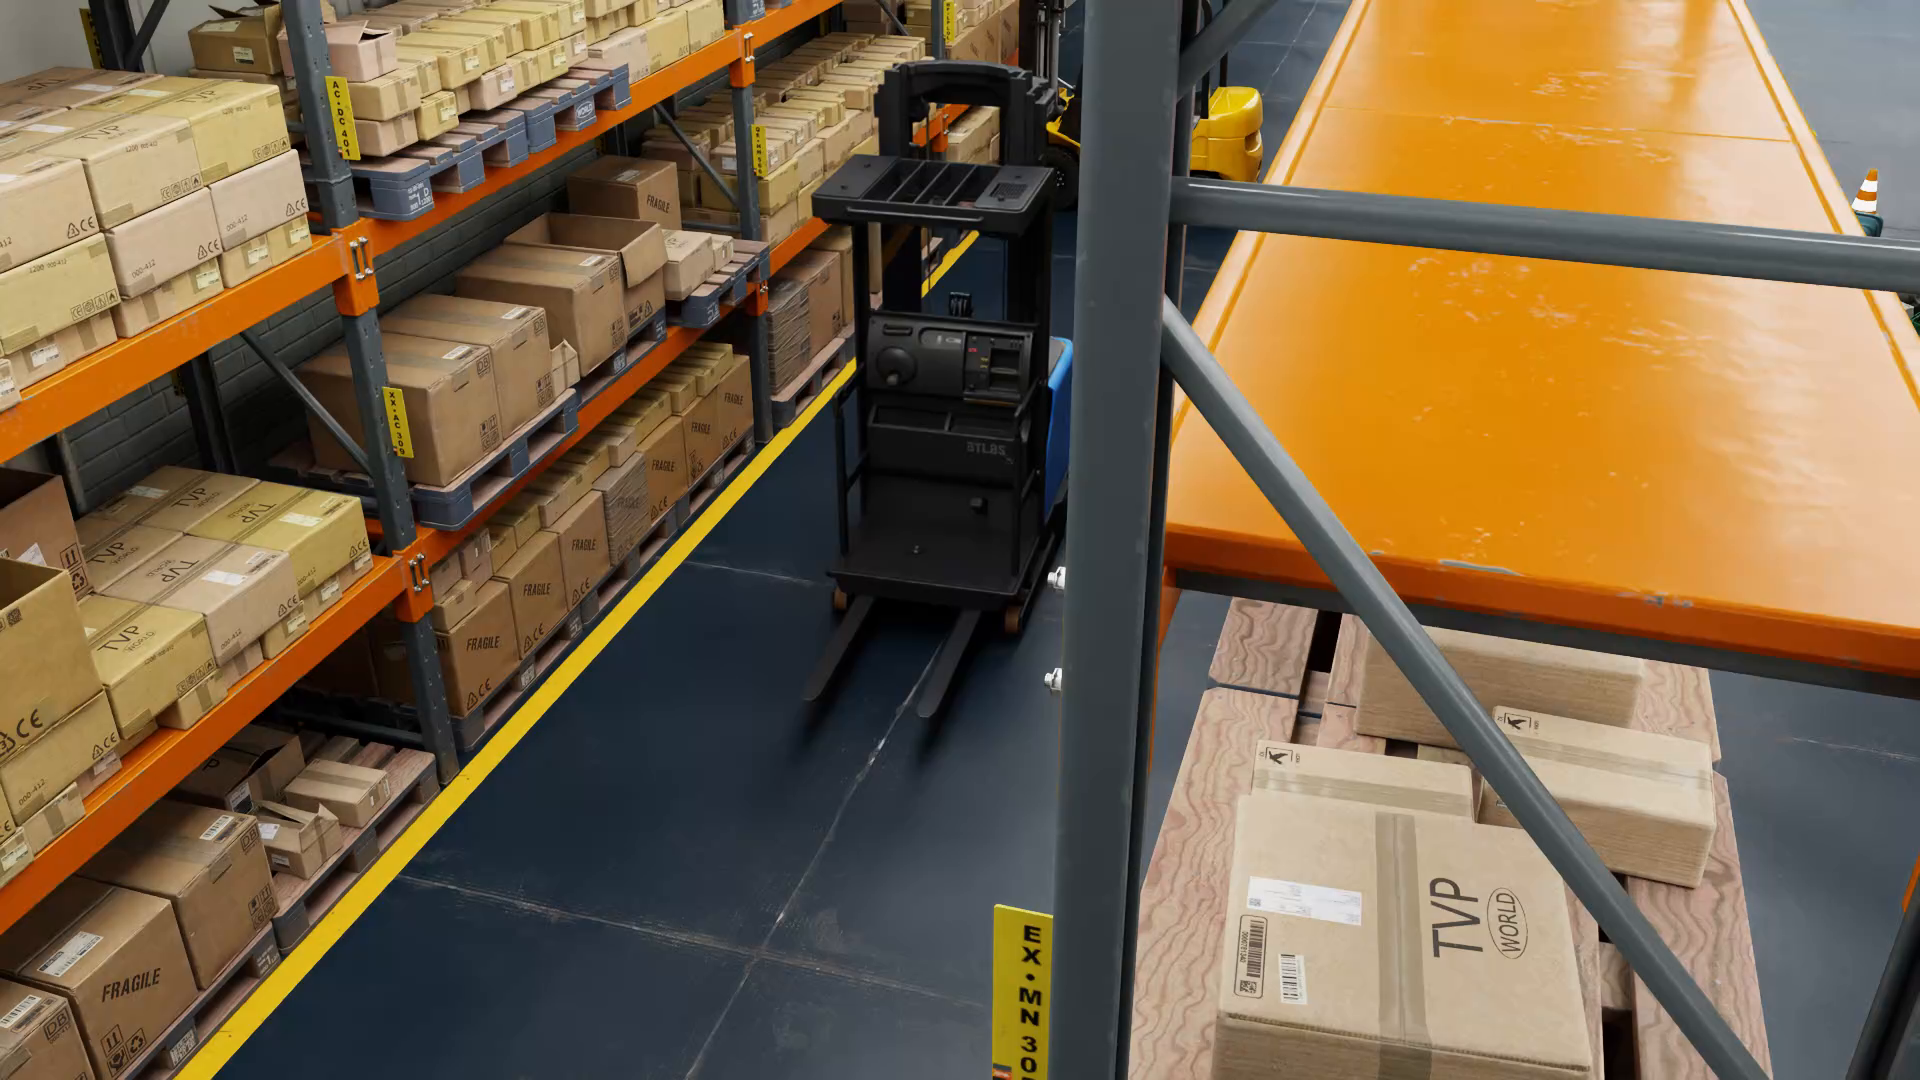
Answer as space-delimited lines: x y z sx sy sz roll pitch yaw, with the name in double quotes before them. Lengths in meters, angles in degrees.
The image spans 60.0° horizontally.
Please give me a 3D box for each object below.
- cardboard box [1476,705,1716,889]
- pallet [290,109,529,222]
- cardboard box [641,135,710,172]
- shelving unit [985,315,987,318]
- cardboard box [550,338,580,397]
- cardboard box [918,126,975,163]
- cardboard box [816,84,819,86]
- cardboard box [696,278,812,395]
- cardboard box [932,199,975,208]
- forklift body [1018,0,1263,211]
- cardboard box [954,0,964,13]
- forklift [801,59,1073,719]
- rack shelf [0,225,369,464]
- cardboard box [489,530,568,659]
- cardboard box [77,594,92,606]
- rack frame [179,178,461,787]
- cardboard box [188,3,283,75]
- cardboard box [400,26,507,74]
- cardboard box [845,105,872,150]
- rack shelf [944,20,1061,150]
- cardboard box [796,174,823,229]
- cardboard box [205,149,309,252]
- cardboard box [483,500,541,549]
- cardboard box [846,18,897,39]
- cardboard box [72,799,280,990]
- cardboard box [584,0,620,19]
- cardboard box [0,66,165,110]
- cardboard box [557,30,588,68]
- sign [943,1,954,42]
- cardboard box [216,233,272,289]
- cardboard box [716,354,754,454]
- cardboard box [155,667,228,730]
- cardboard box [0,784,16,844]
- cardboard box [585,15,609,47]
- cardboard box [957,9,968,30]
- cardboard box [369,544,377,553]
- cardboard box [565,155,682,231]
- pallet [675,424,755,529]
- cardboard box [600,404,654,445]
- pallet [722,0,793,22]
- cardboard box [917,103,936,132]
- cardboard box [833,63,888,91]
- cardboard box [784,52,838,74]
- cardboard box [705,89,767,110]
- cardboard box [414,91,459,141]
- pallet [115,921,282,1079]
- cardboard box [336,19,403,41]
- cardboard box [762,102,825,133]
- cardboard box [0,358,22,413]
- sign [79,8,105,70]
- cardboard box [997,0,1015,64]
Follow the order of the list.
"cardboard box" 1.146 0.459 3.012 0.380 0.149 0.250 10 30 17
"pallet" -2.707 -1.727 7.411 1.213 0.211 1.003 8 30 15
"cardboard box" -1.890 -2.571 11.051 0.380 0.149 0.250 9 30 16
"shelving unit" 0.227 -0.919 10.858 0.215 1.050 0.252 7 30 12
"cardboard box" -2.191 -0.921 8.561 0.396 0.266 0.258 10 31 17
"cardboard box" -0.175 -3.522 14.898 0.500 0.250 0.500 8 30 14
"cardboard box" -1.330 -3.407 12.965 0.500 0.250 0.500 8 30 14
"cardboard box" -1.595 -1.498 11.902 0.875 0.625 0.625 9 30 16
"cardboard box" -0.159 -3.082 15.137 0.500 0.250 0.500 9 30 15
"forklift body" 1.744 -4.269 15.747 2.313 2.155 1.214 8 30 15
"cardboard box" -0.184 -4.740 14.644 0.380 0.149 0.250 8 30 14
"forklift" -0.110 -0.957 8.990 1.130 2.935 3.031 7 30 12
"rack shelf" -3.553 -0.272 5.343 1.077 0.370 4.000 8 30 15
"cardboard box" -2.462 0.262 8.867 0.500 0.500 0.500 8 30 14
"cardboard box" -3.663 0.396 6.337 0.500 0.250 0.500 9 30 16
"rack frame" -2.966 -0.205 7.568 1.000 3.000 0.127 8 30 15
"cardboard box" -2.941 -2.096 6.874 0.396 0.266 0.258 8 30 14
"cardboard box" -2.283 -2.209 7.502 0.380 0.149 0.250 8 30 14
"cardboard box" -0.983 -3.102 12.417 0.500 0.250 0.500 9 30 16
"rack shelf" -0.030 -4.538 16.097 1.077 0.370 4.000 8 30 15
"cardboard box" -1.275 -2.403 11.673 0.500 0.250 0.500 8 30 14
"cardboard box" -2.868 -1.320 6.336 0.500 0.250 0.500 9 30 15
"cardboard box" -2.467 -0.098 8.848 0.380 0.149 0.250 8 30 14
"cardboard box" -0.769 -4.436 14.404 0.380 0.149 0.250 8 30 15
"cardboard box" -3.277 1.418 6.790 0.700 0.500 0.500 7 30 13
"cardboard box" -1.990 -2.808 8.601 0.380 0.149 0.250 9 30 15
"cardboard box" -3.383 -1.609 6.341 0.500 0.250 0.500 8 30 14
"cardboard box" -2.071 -2.433 8.212 0.380 0.149 0.250 9 30 16
"sign" -0.096 -4.321 13.858 0.100 0.325 0.005 8 30 15
"cardboard box" -2.864 -1.083 6.320 0.380 0.149 0.250 8 30 15
"cardboard box" -1.710 -0.928 11.007 0.500 0.500 0.500 9 30 16
"cardboard box" -3.078 0.578 6.419 0.380 0.149 0.250 8 30 14
"cardboard box" -3.456 0.947 5.346 0.500 0.250 0.500 8 30 14
"cardboard box" -2.068 -2.690 8.694 0.380 0.149 0.250 9 30 16
"cardboard box" -0.148 -4.606 14.710 0.380 0.149 0.250 8 30 15
"cardboard box" -3.061 0.085 8.519 0.380 0.149 0.250 9 30 15
"cardboard box" -2.092 -2.074 10.393 0.500 0.500 0.500 10 31 17
"pallet" -2.047 -0.504 10.974 1.003 0.211 1.213 8 30 15
"cardboard box" -2.058 -0.693 9.918 0.380 0.149 0.250 8 30 14
"pallet" -1.678 -3.620 10.816 1.213 0.211 1.003 10 31 17
"cardboard box" -0.515 -3.586 13.800 0.500 0.250 0.500 9 30 16
"cardboard box" -0.773 -3.577 12.859 0.380 0.149 0.250 8 30 14
"cardboard box" -1.184 -3.762 13.193 0.380 0.149 0.250 8 30 14
"cardboard box" -1.635 -3.183 12.151 0.380 0.149 0.250 8 30 14
"cardboard box" -2.389 -1.831 7.128 0.380 0.149 0.250 9 30 15
"pallet" -3.524 1.901 6.650 1.003 0.211 1.213 8 30 15
"cardboard box" -2.785 -2.279 7.629 0.380 0.149 0.250 9 30 16
"cardboard box" -1.179 -2.989 11.802 0.380 0.149 0.250 9 30 15
"cardboard box" -3.212 -0.477 5.230 0.380 0.149 0.250 9 30 16
"sign" -3.497 -1.991 6.757 0.100 0.325 0.005 8 30 15
"cardboard box" 0.215 -4.846 15.808 0.500 0.500 0.500 9 30 15
